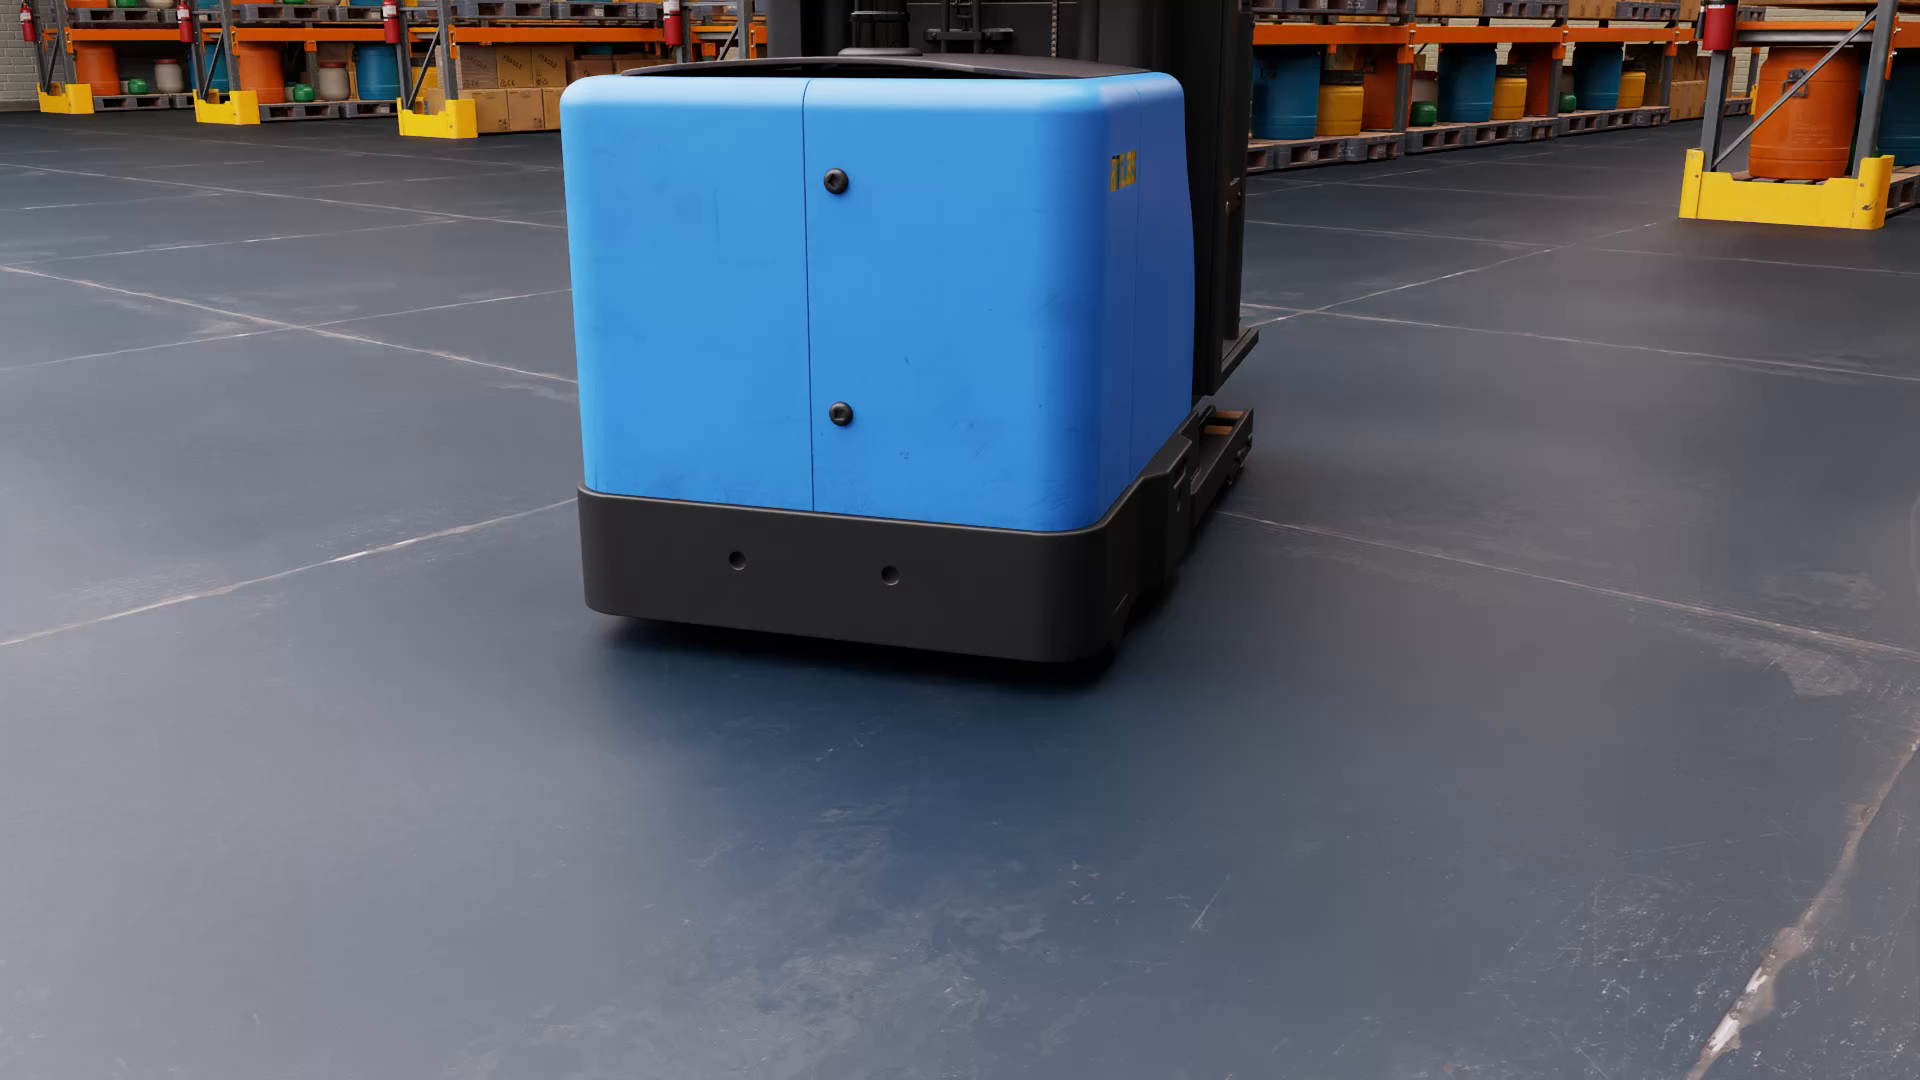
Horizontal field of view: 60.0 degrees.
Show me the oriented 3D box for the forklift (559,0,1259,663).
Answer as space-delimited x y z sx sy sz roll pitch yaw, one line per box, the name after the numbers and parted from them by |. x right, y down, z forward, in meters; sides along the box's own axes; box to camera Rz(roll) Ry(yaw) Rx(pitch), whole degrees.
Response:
0.182 -1.571 4.072 1.130 2.935 3.031 5 18 17 | forklift
